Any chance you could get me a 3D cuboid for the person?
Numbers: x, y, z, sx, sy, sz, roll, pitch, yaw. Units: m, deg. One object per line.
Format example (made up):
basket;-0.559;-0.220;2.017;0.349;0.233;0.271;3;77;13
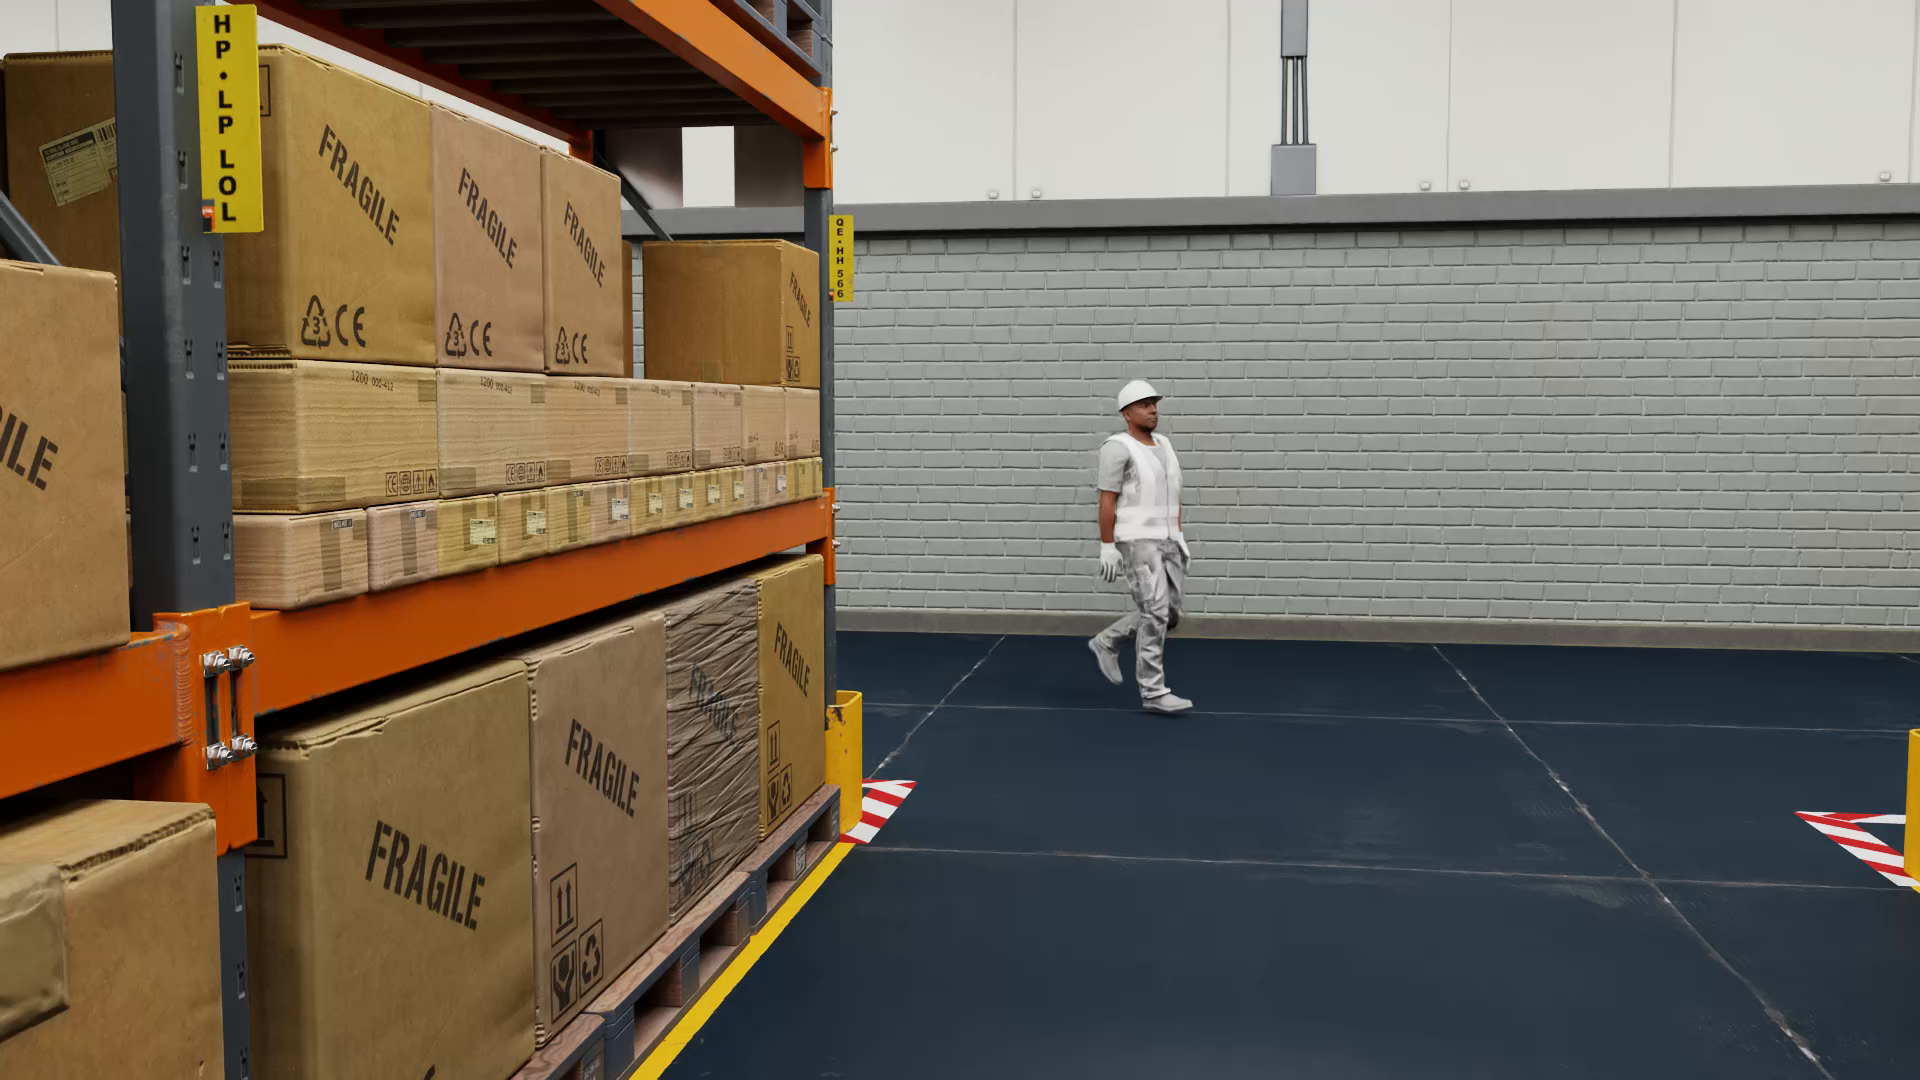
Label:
person;0.990;0.015;8.995;0.728;1.768;0.554;4;6;40
